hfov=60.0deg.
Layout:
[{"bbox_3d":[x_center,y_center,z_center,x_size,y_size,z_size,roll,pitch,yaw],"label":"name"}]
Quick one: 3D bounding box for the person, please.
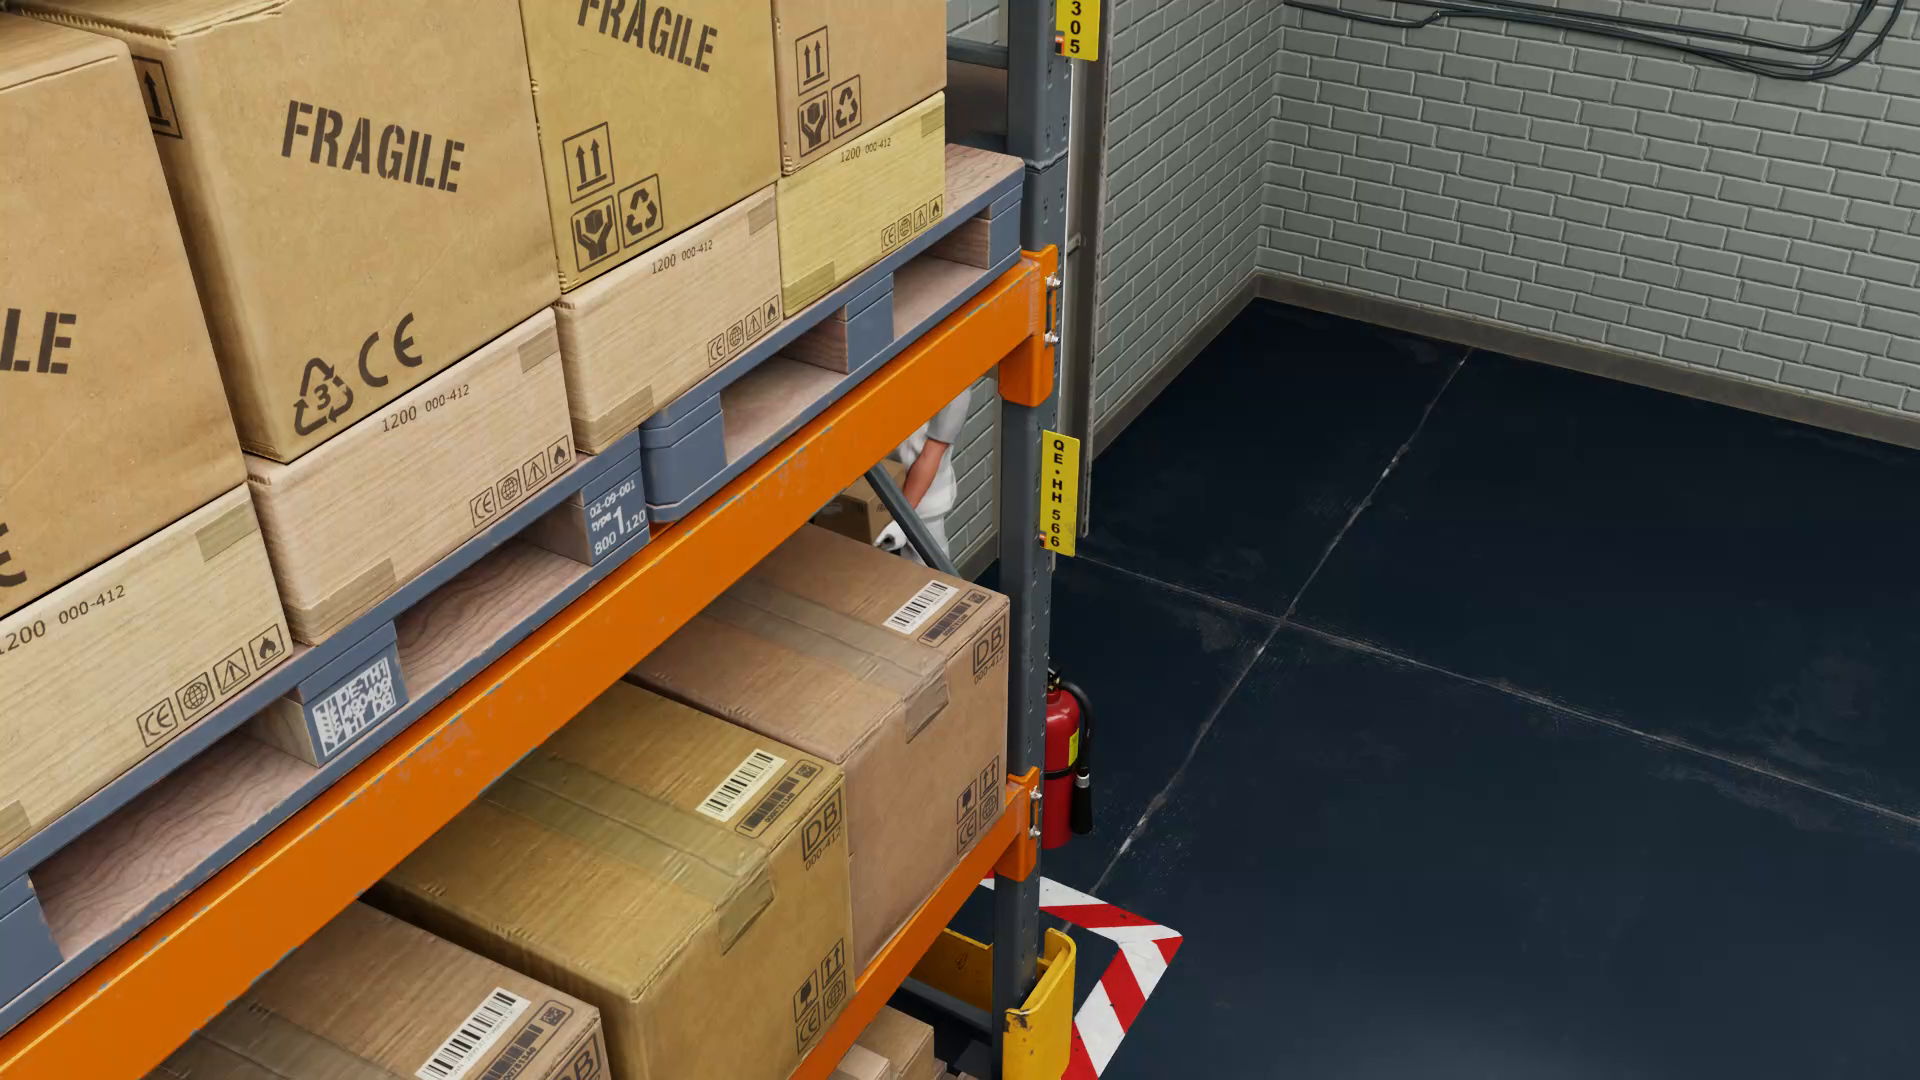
[{"bbox_3d":[-0.257,-0.080,6.246,0.493,1.782,0.572,19,38,25],"label":"person"}]
